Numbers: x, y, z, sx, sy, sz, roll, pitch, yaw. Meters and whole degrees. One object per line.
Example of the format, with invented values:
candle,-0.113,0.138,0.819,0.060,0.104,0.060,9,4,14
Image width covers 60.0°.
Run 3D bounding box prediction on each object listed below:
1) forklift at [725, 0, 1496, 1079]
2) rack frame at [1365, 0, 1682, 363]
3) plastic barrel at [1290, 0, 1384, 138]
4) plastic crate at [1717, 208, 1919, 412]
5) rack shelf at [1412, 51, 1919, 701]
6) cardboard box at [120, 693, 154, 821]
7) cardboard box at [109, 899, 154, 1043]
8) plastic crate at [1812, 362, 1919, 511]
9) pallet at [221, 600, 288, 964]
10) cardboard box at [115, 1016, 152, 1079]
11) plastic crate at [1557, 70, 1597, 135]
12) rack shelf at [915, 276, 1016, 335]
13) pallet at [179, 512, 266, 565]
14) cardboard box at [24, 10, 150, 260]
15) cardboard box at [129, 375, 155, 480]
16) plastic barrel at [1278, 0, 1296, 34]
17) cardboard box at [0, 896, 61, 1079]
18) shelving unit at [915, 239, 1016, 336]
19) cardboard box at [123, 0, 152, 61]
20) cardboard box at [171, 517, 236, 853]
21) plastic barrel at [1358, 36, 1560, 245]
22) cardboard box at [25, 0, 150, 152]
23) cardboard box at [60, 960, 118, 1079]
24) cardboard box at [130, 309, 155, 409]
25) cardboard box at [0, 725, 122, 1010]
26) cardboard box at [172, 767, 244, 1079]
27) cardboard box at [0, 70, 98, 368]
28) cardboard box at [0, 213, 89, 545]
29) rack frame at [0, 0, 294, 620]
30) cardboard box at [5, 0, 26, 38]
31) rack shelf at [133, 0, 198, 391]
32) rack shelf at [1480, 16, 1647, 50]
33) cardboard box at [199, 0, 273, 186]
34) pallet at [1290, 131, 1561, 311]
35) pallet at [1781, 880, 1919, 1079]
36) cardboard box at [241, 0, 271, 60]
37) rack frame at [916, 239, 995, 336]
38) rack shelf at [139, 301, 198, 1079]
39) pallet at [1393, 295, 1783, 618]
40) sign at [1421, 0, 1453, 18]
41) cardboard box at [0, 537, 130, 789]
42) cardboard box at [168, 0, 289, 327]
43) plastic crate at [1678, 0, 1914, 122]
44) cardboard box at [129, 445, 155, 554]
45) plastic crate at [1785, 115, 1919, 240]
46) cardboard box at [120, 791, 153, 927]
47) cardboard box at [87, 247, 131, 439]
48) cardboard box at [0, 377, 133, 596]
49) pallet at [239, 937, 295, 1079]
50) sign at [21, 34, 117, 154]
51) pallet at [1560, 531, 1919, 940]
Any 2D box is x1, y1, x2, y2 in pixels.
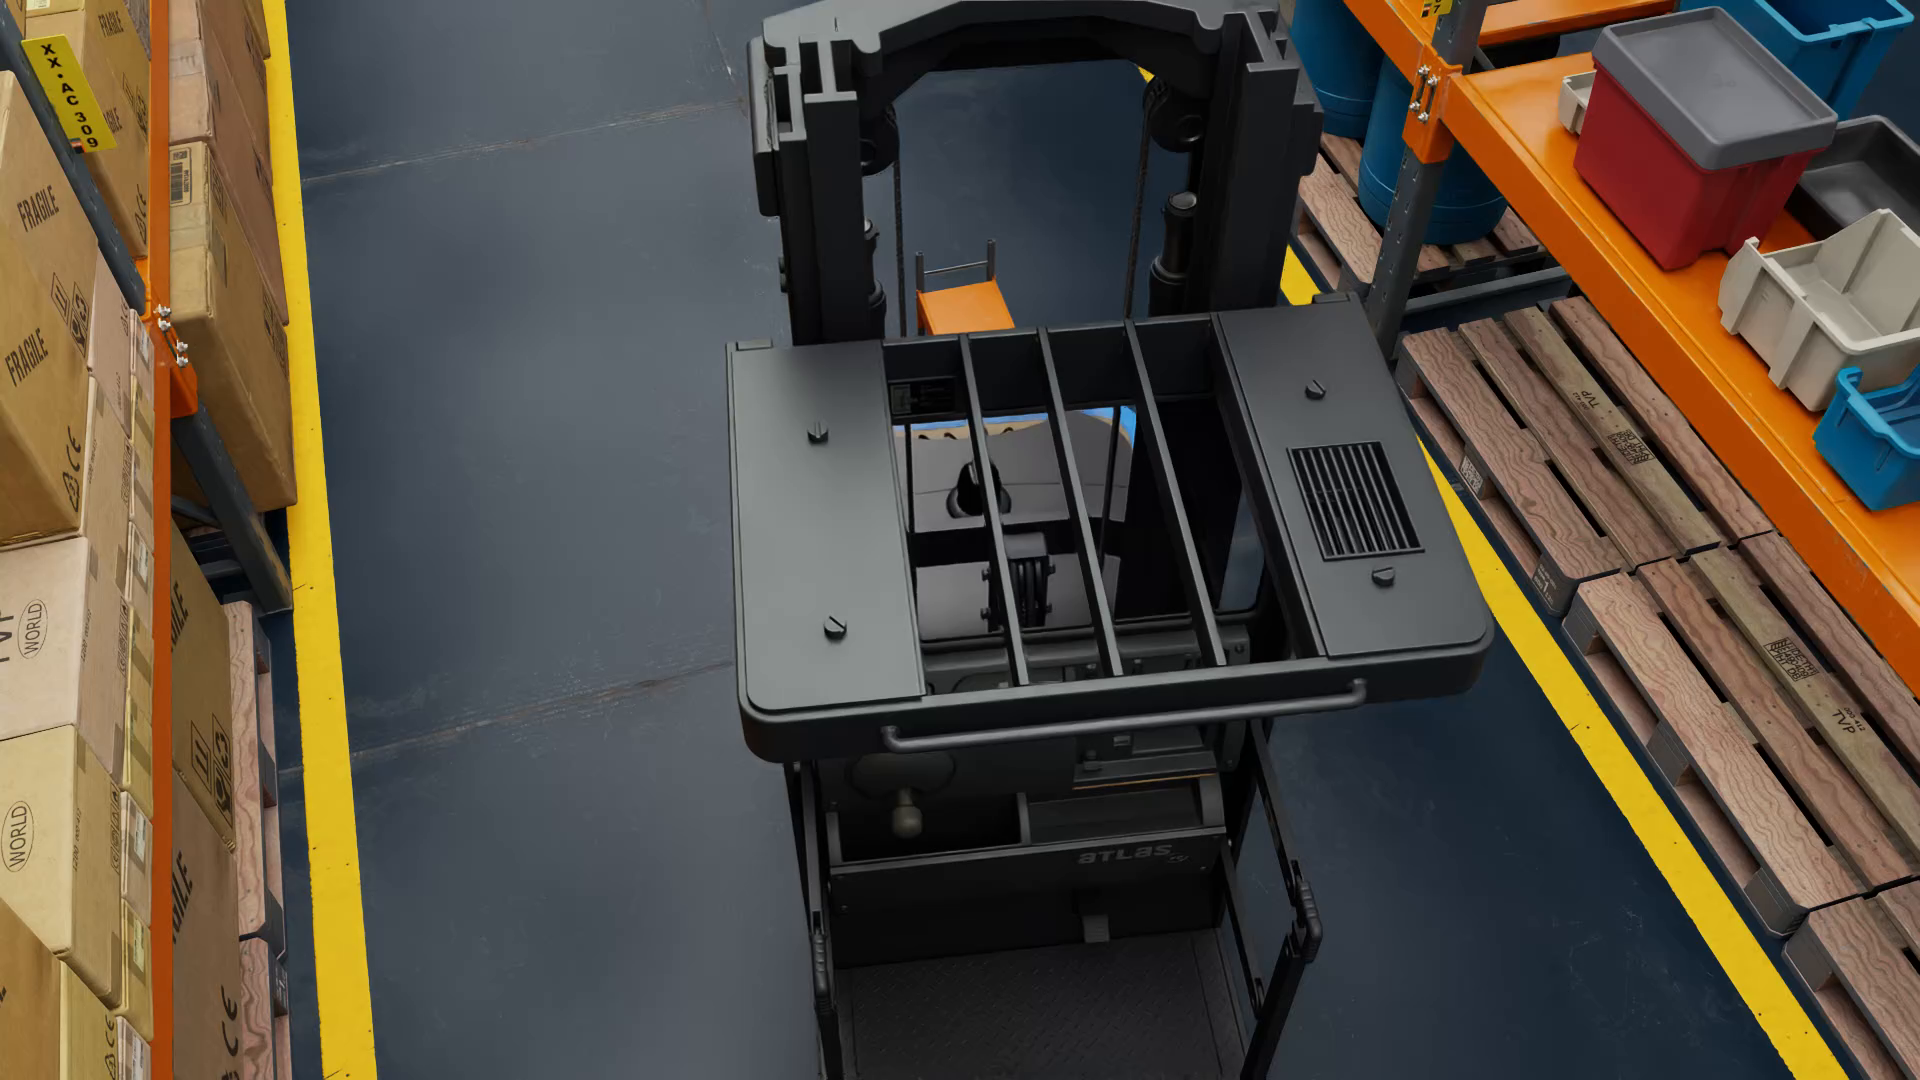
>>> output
forklift,0.182,0.516,3.398,1.130,2.935,3.031,-5,50,-4
rack frame,2.013,-1.782,5.290,1.000,3.000,0.127,-13,51,-11
plastic barrel,1.659,-2.159,6.706,0.600,0.901,0.708,-13,51,-11
plastic crate,2.289,-0.606,4.337,0.437,0.282,0.530,-13,51,-11
rack shelf,2.605,-0.089,4.334,1.077,0.370,4.000,-13,51,-11
cardboard box,-1.935,0.506,3.526,0.380,0.149,0.250,-14,51,-12
cardboard box,-1.781,0.884,3.207,0.380,0.149,0.250,-14,51,-12
plastic crate,2.344,-0.268,4.084,0.416,0.233,0.300,-13,51,-11
pallet,-2.568,0.810,4.929,1.003,0.211,1.213,-13,51,-11
cardboard box,-1.708,1.068,3.052,0.380,0.149,0.250,-14,51,-11
plastic crate,2.014,-1.344,5.054,0.396,0.136,0.243,-13,51,-11
rack shelf,0.051,-0.552,4.916,0.258,0.148,0.480,-12,51,-10
pallet,-3.018,-0.310,5.873,1.003,0.211,1.213,-13,51,-11
cardboard box,-2.615,-1.087,4.639,0.500,0.500,0.500,-13,51,-11
cardboard box,-2.239,-0.244,4.158,0.380,0.149,0.250,-12,51,-10
plastic barrel,1.578,-2.466,7.220,0.421,0.512,0.421,0,50,0
cardboard box,-1.726,0.817,2.513,0.500,0.500,0.500,-15,51,-12
shelving unit,0.051,-0.298,5.217,0.258,1.200,0.503,-12,51,-10
cardboard box,-2.913,-1.819,5.256,0.500,0.500,0.500,-14,51,-12
cardboard box,-2.600,0.388,4.576,0.875,0.875,0.875,-13,51,-11
plastic barrel,1.869,-1.642,6.270,0.600,0.901,0.708,-13,51,-11
cardboard box,-2.765,-1.453,4.948,0.500,0.500,0.500,-13,51,-11
cardboard box,-1.725,1.055,2.803,0.500,0.250,0.500,-15,51,-12
cardboard box,-2.315,-0.432,4.317,0.380,0.149,0.250,-13,51,-11
cardboard box,-1.884,0.675,3.123,0.500,0.250,0.500,-14,51,-12
cardboard box,-2.333,1.045,4.022,0.875,0.875,0.875,-13,51,-11
cardboard box,-2.327,-0.676,3.771,0.500,0.500,0.500,-12,51,-10
cardboard box,-2.183,-0.309,3.462,0.500,0.500,0.500,-13,51,-11
rack frame,-2.718,-0.662,4.346,1.000,3.000,0.127,-13,51,-11
cardboard box,-2.915,-1.482,4.316,0.797,0.503,0.637,-15,51,-12
rack shelf,-3.310,-1.891,5.853,1.077,0.370,4.000,-13,51,-11
rack shelf,1.422,-3.057,6.742,0.831,0.071,3.687,-13,51,-11
cardboard box,-3.461,-1.872,6.481,1.225,0.875,0.875,-13,51,-11
pallet,1.825,-1.456,6.839,1.003,0.211,1.213,-13,51,-11
pallet,2.989,1.427,4.409,1.003,0.211,1.213,-13,51,-11
cardboard box,-3.717,-2.525,7.032,1.225,0.875,0.875,-15,52,-13
rack frame,-0.013,-0.478,5.368,0.240,1.200,0.015,-12,51,-10
rack shelf,-2.127,1.031,3.390,1.077,0.370,4.000,-13,51,-11
pallet,2.268,-0.355,5.911,1.003,0.211,1.213,-13,51,-11
sign,1.487,-1.748,5.081,0.100,0.325,0.005,-13,51,-11
cardboard box,-2.031,0.304,3.435,0.500,0.250,0.500,-12,51,-10
cardboard box,-3.192,-1.228,5.938,1.225,0.875,0.875,-15,51,-12
plastic crate,2.477,-1.532,5.051,0.392,0.384,0.575,-13,51,-11
cardboard box,-2.163,-0.057,4.000,0.380,0.149,0.250,-14,51,-12
plastic crate,2.601,-0.956,4.734,0.437,0.125,0.590,-13,51,-11
cardboard box,-1.861,0.692,3.369,0.380,0.149,0.250,-13,51,-10
cardboard box,-2.337,-0.446,4.068,0.500,0.250,0.500,-14,51,-12
cardboard box,-2.182,-0.069,3.750,0.500,0.250,0.500,-12,51,-10
pallet,-2.204,1.703,4.177,1.003,0.211,1.213,-13,51,-11
sign,-2.189,-1.093,4.091,0.100,0.325,0.005,-13,51,-11
pallet,2.632,0.538,5.158,1.003,0.211,1.213,-13,51,-11
